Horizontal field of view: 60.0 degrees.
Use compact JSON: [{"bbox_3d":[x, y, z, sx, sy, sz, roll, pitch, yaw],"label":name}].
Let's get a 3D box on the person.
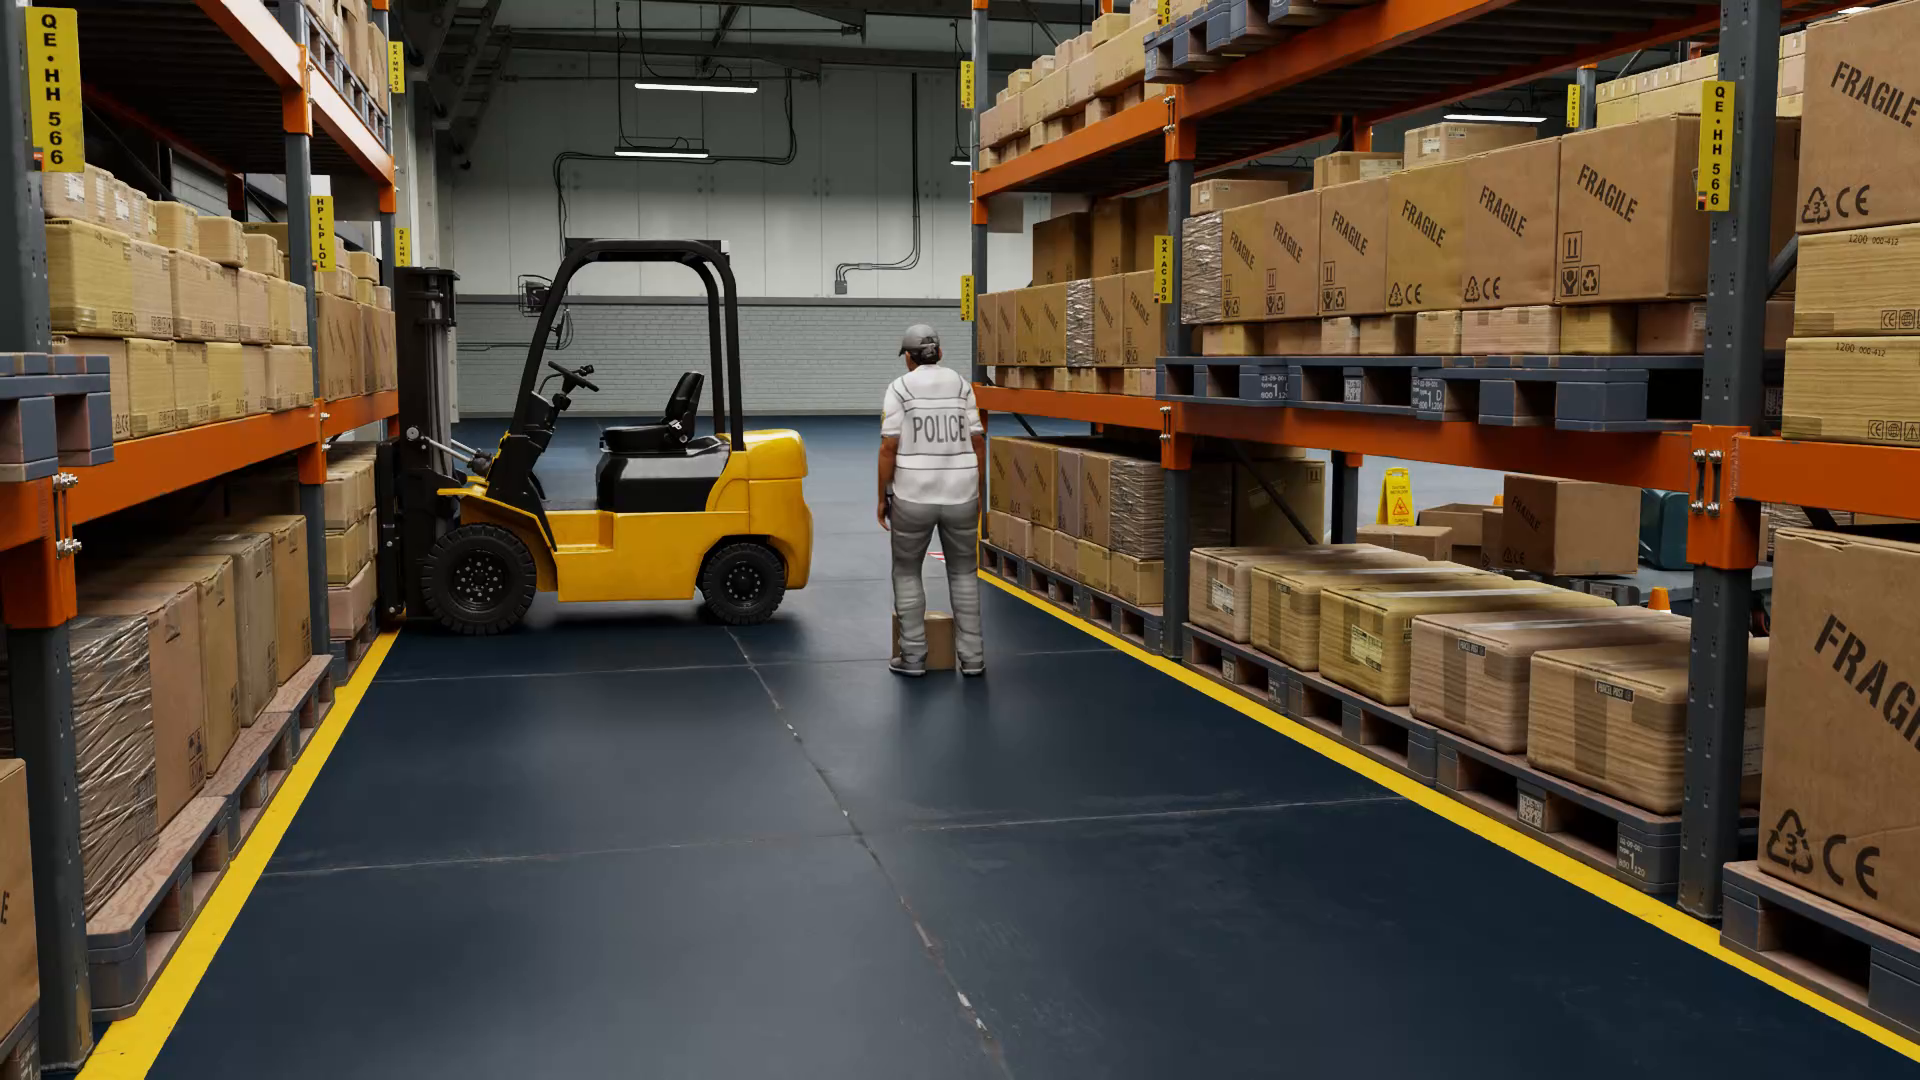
[{"bbox_3d":[-0.128,-0.186,7.861,0.561,1.665,0.470,-2,7,-17],"label":"person"}]
